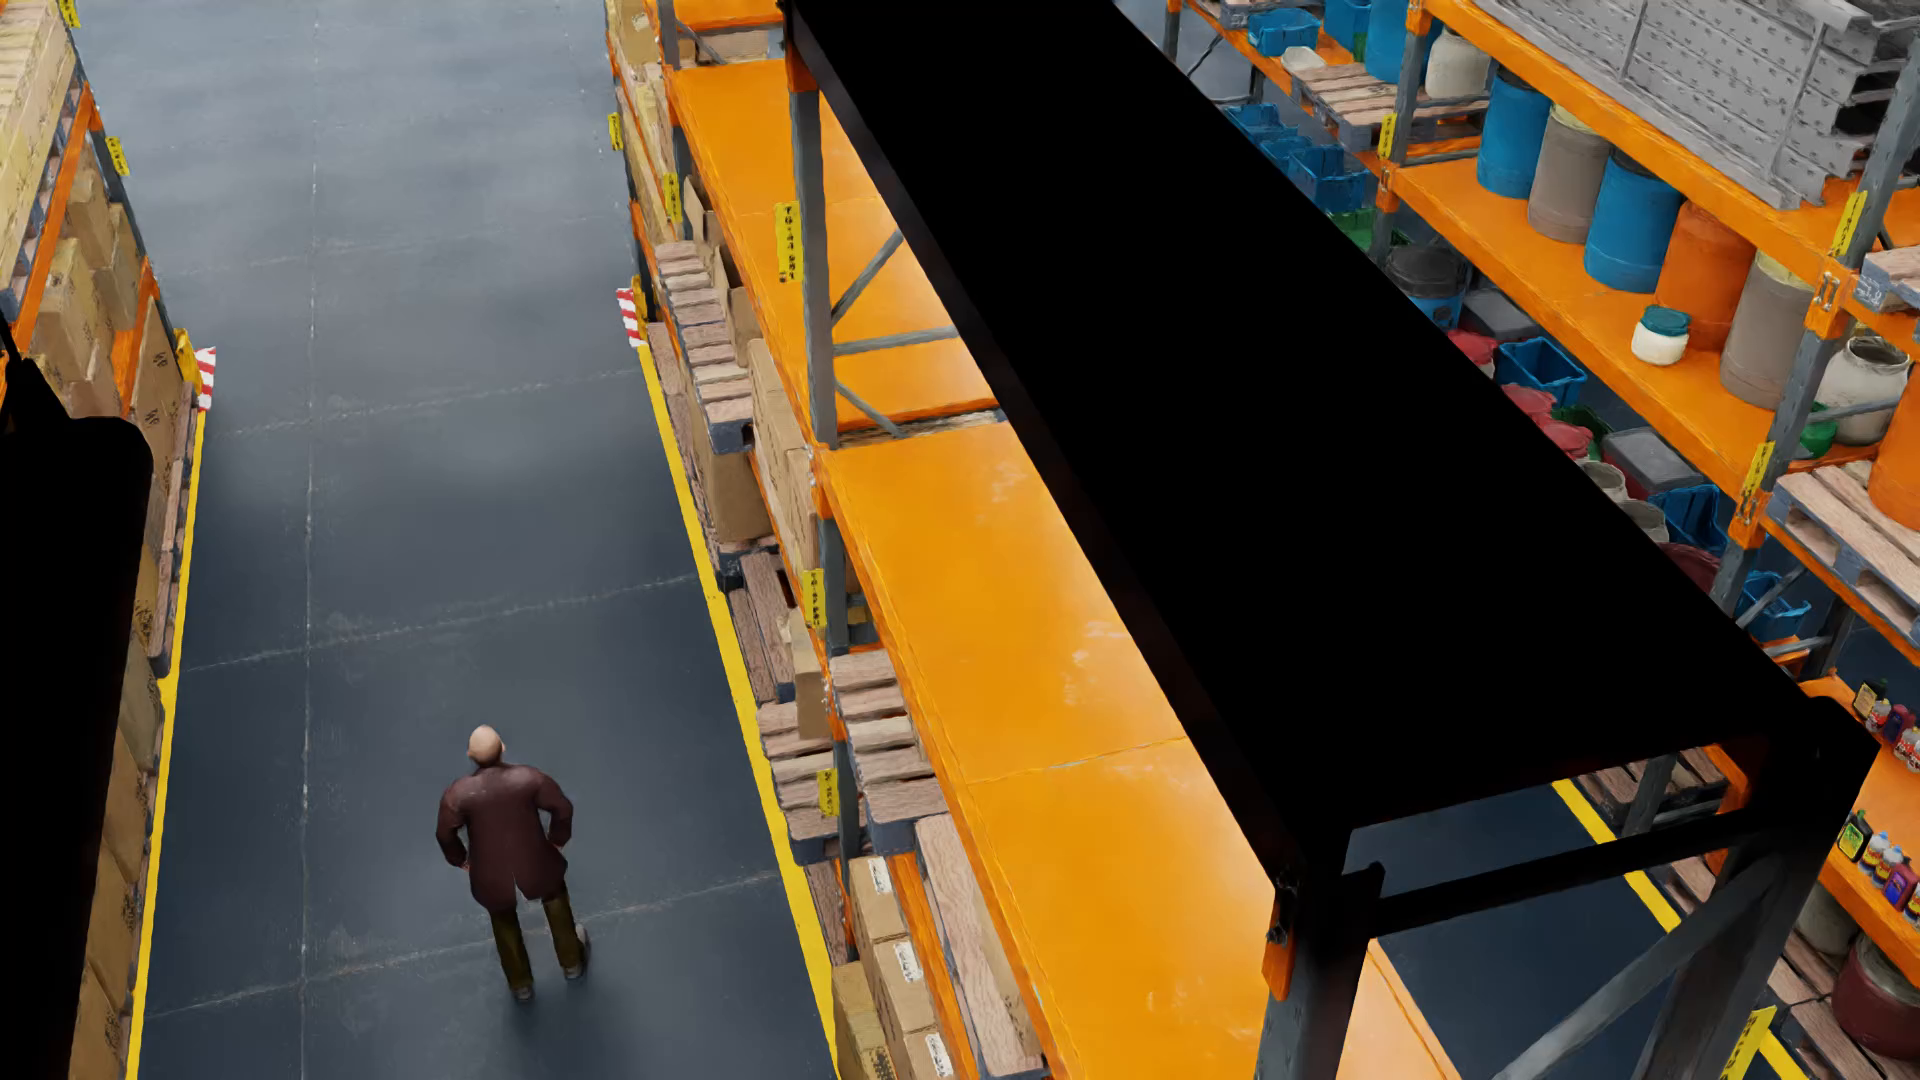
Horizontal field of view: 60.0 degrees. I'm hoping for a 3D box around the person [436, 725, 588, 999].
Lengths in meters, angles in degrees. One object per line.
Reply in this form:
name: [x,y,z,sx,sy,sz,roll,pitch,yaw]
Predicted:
person: [-2.462,1.770,9.206,0.724,1.734,0.546,-12,40,-14]
